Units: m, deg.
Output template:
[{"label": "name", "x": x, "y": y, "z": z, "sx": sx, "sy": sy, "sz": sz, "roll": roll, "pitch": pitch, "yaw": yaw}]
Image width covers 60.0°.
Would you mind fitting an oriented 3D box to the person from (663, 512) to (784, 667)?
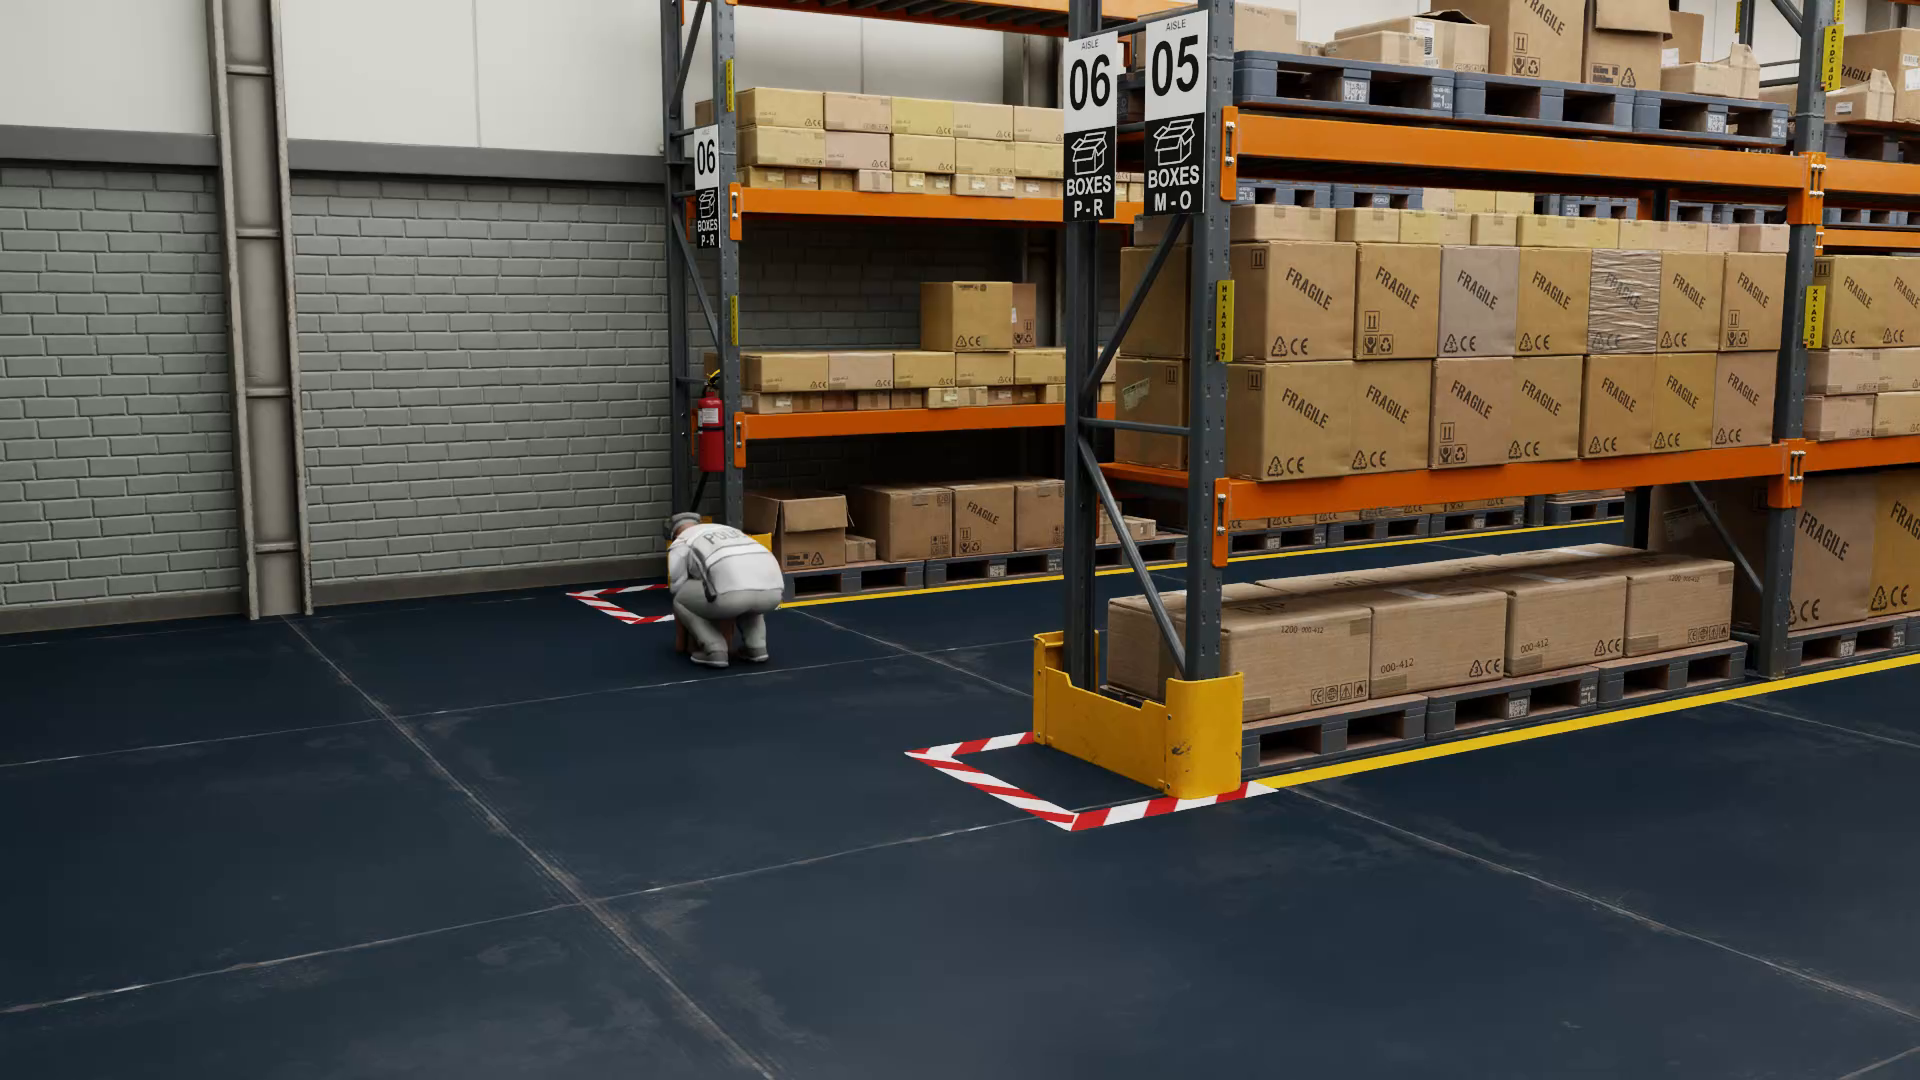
[{"label": "person", "x": -1.400, "y": 0.309, "z": 9.656, "sx": 0.529, "sy": 0.877, "sz": 1.000, "roll": -5, "pitch": 10, "yaw": -32}]
